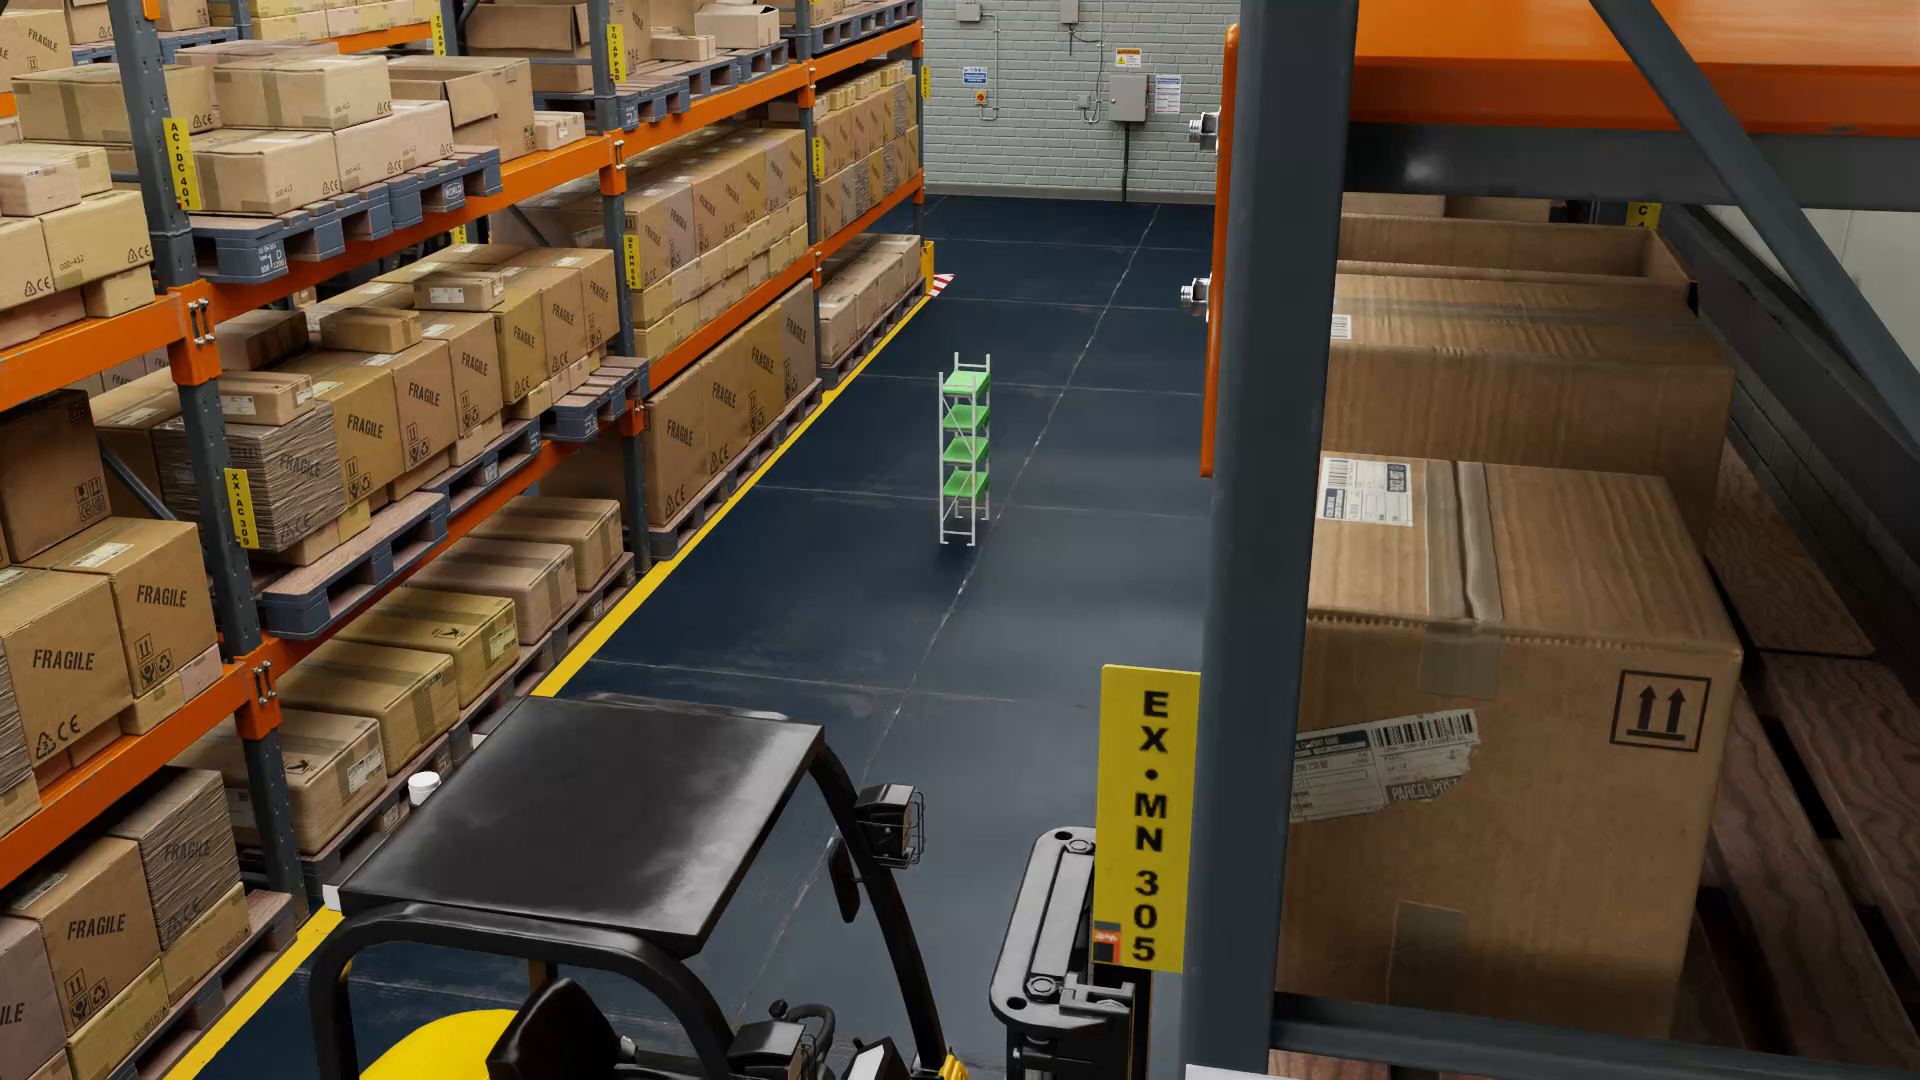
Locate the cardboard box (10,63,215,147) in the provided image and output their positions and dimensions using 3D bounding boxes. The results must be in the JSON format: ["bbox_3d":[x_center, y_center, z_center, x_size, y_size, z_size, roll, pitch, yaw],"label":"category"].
[{"bbox_3d":[-3.343,-1.729,6.586,0.500,0.250,0.500,5,22,12],"label":"cardboard box"}]

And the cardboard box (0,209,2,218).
[{"bbox_3d":[-3.306,-1.082,5.278,0.380,0.149,0.250,5,22,12],"label":"cardboard box"}]

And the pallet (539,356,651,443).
[{"bbox_3d":[-2.561,-0.864,9.740,1.213,0.211,1.003,4,22,11],"label":"pallet"}]

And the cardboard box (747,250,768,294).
[{"bbox_3d":[-1.775,-2.063,12.660,0.500,0.250,0.500,4,22,9],"label":"cardboard box"}]

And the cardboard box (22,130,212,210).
[{"bbox_3d":[-3.359,-1.500,6.687,0.500,0.250,0.500,4,22,10],"label":"cardboard box"}]

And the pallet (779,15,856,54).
[{"bbox_3d":[-1.527,-4.333,14.201,1.003,0.211,1.213,4,22,11],"label":"pallet"}]

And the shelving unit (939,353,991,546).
[{"bbox_3d":[0.034,-0.617,11.280,0.258,1.200,0.503,4,22,11],"label":"shelving unit"}]

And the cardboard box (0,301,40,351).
[{"bbox_3d":[-3.268,-0.714,5.432,0.380,0.149,0.250,5,22,11],"label":"cardboard box"}]

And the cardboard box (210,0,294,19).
[{"bbox_3d":[-6.237,-4.736,14.615,0.500,0.250,0.500,5,23,13],"label":"cardboard box"}]

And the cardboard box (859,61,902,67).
[{"bbox_3d":[-0.793,-4.717,16.711,0.380,0.149,0.250,5,22,12],"label":"cardboard box"}]

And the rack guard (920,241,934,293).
[{"bbox_3d":[-0.883,-2.997,18.125,1.175,0.500,0.348,4,22,11],"label":"rack guard"}]

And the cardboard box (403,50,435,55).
[{"bbox_3d":[-5.604,-4.950,17.758,0.500,0.500,0.500,4,22,10],"label":"cardboard box"}]

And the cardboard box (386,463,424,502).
[{"bbox_3d":[-2.778,-0.306,7.873,0.380,0.149,0.250,5,22,12],"label":"cardboard box"}]

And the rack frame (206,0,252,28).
[{"bbox_3d":[-6.570,-5.808,13.729,1.000,3.000,0.127,4,22,11],"label":"rack frame"}]

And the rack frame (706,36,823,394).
[{"bbox_3d":[-1.704,-2.685,14.004,1.000,3.000,0.127,4,22,11],"label":"rack frame"}]

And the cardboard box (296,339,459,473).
[{"bbox_3d":[-2.744,-0.651,7.860,0.500,0.500,0.500,4,22,11],"label":"cardboard box"}]

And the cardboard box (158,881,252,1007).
[{"bbox_3d":[-3.194,1.559,6.587,0.500,0.250,0.500,5,23,13],"label":"cardboard box"}]

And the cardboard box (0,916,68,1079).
[{"bbox_3d":[-3.399,1.584,5.521,0.500,0.500,0.500,6,23,14],"label":"cardboard box"}]

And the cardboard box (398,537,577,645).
[{"bbox_3d":[-2.788,0.279,9.602,0.950,0.372,0.625,4,22,10],"label":"cardboard box"}]

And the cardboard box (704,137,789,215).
[{"bbox_3d":[-1.647,-2.822,12.874,0.500,0.500,0.500,5,22,12],"label":"cardboard box"}]

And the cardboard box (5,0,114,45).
[{"bbox_3d":[-7.014,-4.104,12.813,0.797,0.503,0.637,4,22,10],"label":"cardboard box"}]

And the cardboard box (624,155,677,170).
[{"bbox_3d":[-2.356,-2.495,12.061,0.500,0.500,0.500,4,22,10],"label":"cardboard box"}]

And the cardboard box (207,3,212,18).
[{"bbox_3d":[-6.725,-4.767,14.691,0.500,0.250,0.500,3,22,8],"label":"cardboard box"}]

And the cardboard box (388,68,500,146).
[{"bbox_3d":[-2.803,-2.101,8.402,0.797,0.503,0.637,4,22,11],"label":"cardboard box"}]

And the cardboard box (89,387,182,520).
[{"bbox_3d":[-3.467,-0.324,7.050,0.500,0.500,0.500,4,22,10],"label":"cardboard box"}]

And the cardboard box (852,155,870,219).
[{"bbox_3d":[-1.137,-3.248,15.269,0.500,0.500,0.500,5,22,11],"label":"cardboard box"}]

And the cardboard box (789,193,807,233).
[{"bbox_3d":[-1.556,-2.667,13.493,0.500,0.250,0.500,4,22,11],"label":"cardboard box"}]

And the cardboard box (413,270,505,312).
[{"bbox_3d":[-2.578,-1.282,8.559,0.380,0.149,0.250,3,22,8],"label":"cardboard box"}]

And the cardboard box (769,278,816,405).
[{"bbox_3d":[-1.752,-1.661,13.745,0.875,0.875,0.875,5,23,13],"label":"cardboard box"}]

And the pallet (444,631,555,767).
[{"bbox_3d":[-2.932,0.802,9.079,1.003,0.211,1.213,4,22,11],"label":"pallet"}]

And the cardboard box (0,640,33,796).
[{"bbox_3d":[-3.383,0.617,5.274,0.500,0.500,0.500,5,22,12],"label":"cardboard box"}]

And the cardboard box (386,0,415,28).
[{"bbox_3d":[-5.799,-5.256,16.574,0.500,0.250,0.500,5,23,13],"label":"cardboard box"}]

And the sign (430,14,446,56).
[{"bbox_3d":[-3.062,-2.935,9.813,0.100,0.325,0.005,4,22,11],"label":"sign"}]

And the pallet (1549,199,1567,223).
[{"bbox_3d":[2.064,-1.484,7.261,1.003,0.211,1.213,6,23,13],"label":"pallet"}]

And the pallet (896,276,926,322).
[{"bbox_3d":[-0.974,-2.556,17.417,1.003,0.211,1.213,4,22,11],"label":"pallet"}]

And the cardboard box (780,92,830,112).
[{"bbox_3d":[-1.338,-3.783,14.391,0.380,0.149,0.250,4,22,10],"label":"cardboard box"}]

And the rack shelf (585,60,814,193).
[{"bbox_3d":[-2.112,-3.011,11.762,1.077,0.370,4.000,4,22,11],"label":"rack shelf"}]

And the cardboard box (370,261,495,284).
[{"bbox_3d":[-2.938,-1.263,9.380,0.500,0.500,0.500,6,23,14],"label":"cardboard box"}]

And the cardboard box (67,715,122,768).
[{"bbox_3d":[-3.277,0.680,5.987,0.380,0.149,0.250,5,22,11],"label":"cardboard box"}]

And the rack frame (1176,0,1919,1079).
[{"bbox_3d":[0.704,-0.702,1.051,0.949,2.616,0.053,4,22,11],"label":"rack frame"}]

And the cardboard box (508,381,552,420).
[{"bbox_3d":[-2.450,-0.770,9.024,0.380,0.149,0.250,5,22,12],"label":"cardboard box"}]

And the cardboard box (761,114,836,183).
[{"bbox_3d":[-1.369,-3.350,14.185,0.500,0.500,0.500,5,22,11],"label":"cardboard box"}]

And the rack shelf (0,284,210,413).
[{"bbox_3d":[-3.744,-0.085,4.497,1.077,0.370,4.000,4,22,11],"label":"rack shelf"}]

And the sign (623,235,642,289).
[{"bbox_3d":[-1.987,-1.684,10.076,0.100,0.325,0.005,4,22,11],"label":"sign"}]

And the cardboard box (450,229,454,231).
[{"bbox_3d":[-5.721,-3.336,18.079,0.380,0.149,0.250,5,22,12],"label":"cardboard box"}]

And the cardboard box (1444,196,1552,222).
[{"bbox_3d":[1.889,-1.193,5.926,0.380,0.149,0.250,4,22,11],"label":"cardboard box"}]

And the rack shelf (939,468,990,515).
[{"bbox_3d":[0.034,-0.335,11.393,0.258,0.148,0.480,4,22,11],"label":"rack shelf"}]

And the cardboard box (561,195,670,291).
[{"bbox_3d":[-2.180,-1.894,10.568,0.500,0.500,0.500,4,22,9],"label":"cardboard box"}]

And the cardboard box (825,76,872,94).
[{"bbox_3d":[-1.043,-4.247,15.542,0.380,0.149,0.250,5,23,13],"label":"cardboard box"}]

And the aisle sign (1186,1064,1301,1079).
[{"bbox_3d":[0.407,0.877,1.681,0.394,0.787,0.004,4,22,11],"label":"aisle sign"}]

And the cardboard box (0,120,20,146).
[{"bbox_3d":[-10.636,-4.402,18.072,0.500,0.250,0.500,4,22,9],"label":"cardboard box"}]

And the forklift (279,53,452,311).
[{"bbox_3d":[-4.641,-2.149,12.766,1.130,2.935,3.031,6,23,14],"label":"forklift"}]

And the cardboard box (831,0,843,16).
[{"bbox_3d":[-1.460,-4.861,14.558,0.797,0.503,0.637,6,23,15],"label":"cardboard box"}]

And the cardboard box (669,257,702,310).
[{"bbox_3d":[-2.068,-1.740,11.189,0.500,0.250,0.500,5,22,12],"label":"cardboard box"}]

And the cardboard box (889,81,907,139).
[{"bbox_3d":[-0.831,-4.270,16.468,0.500,0.500,0.500,5,22,11],"label":"cardboard box"}]

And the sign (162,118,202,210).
[{"bbox_3d":[-2.803,-1.351,5.987,0.100,0.325,0.005,4,22,11],"label":"sign"}]
